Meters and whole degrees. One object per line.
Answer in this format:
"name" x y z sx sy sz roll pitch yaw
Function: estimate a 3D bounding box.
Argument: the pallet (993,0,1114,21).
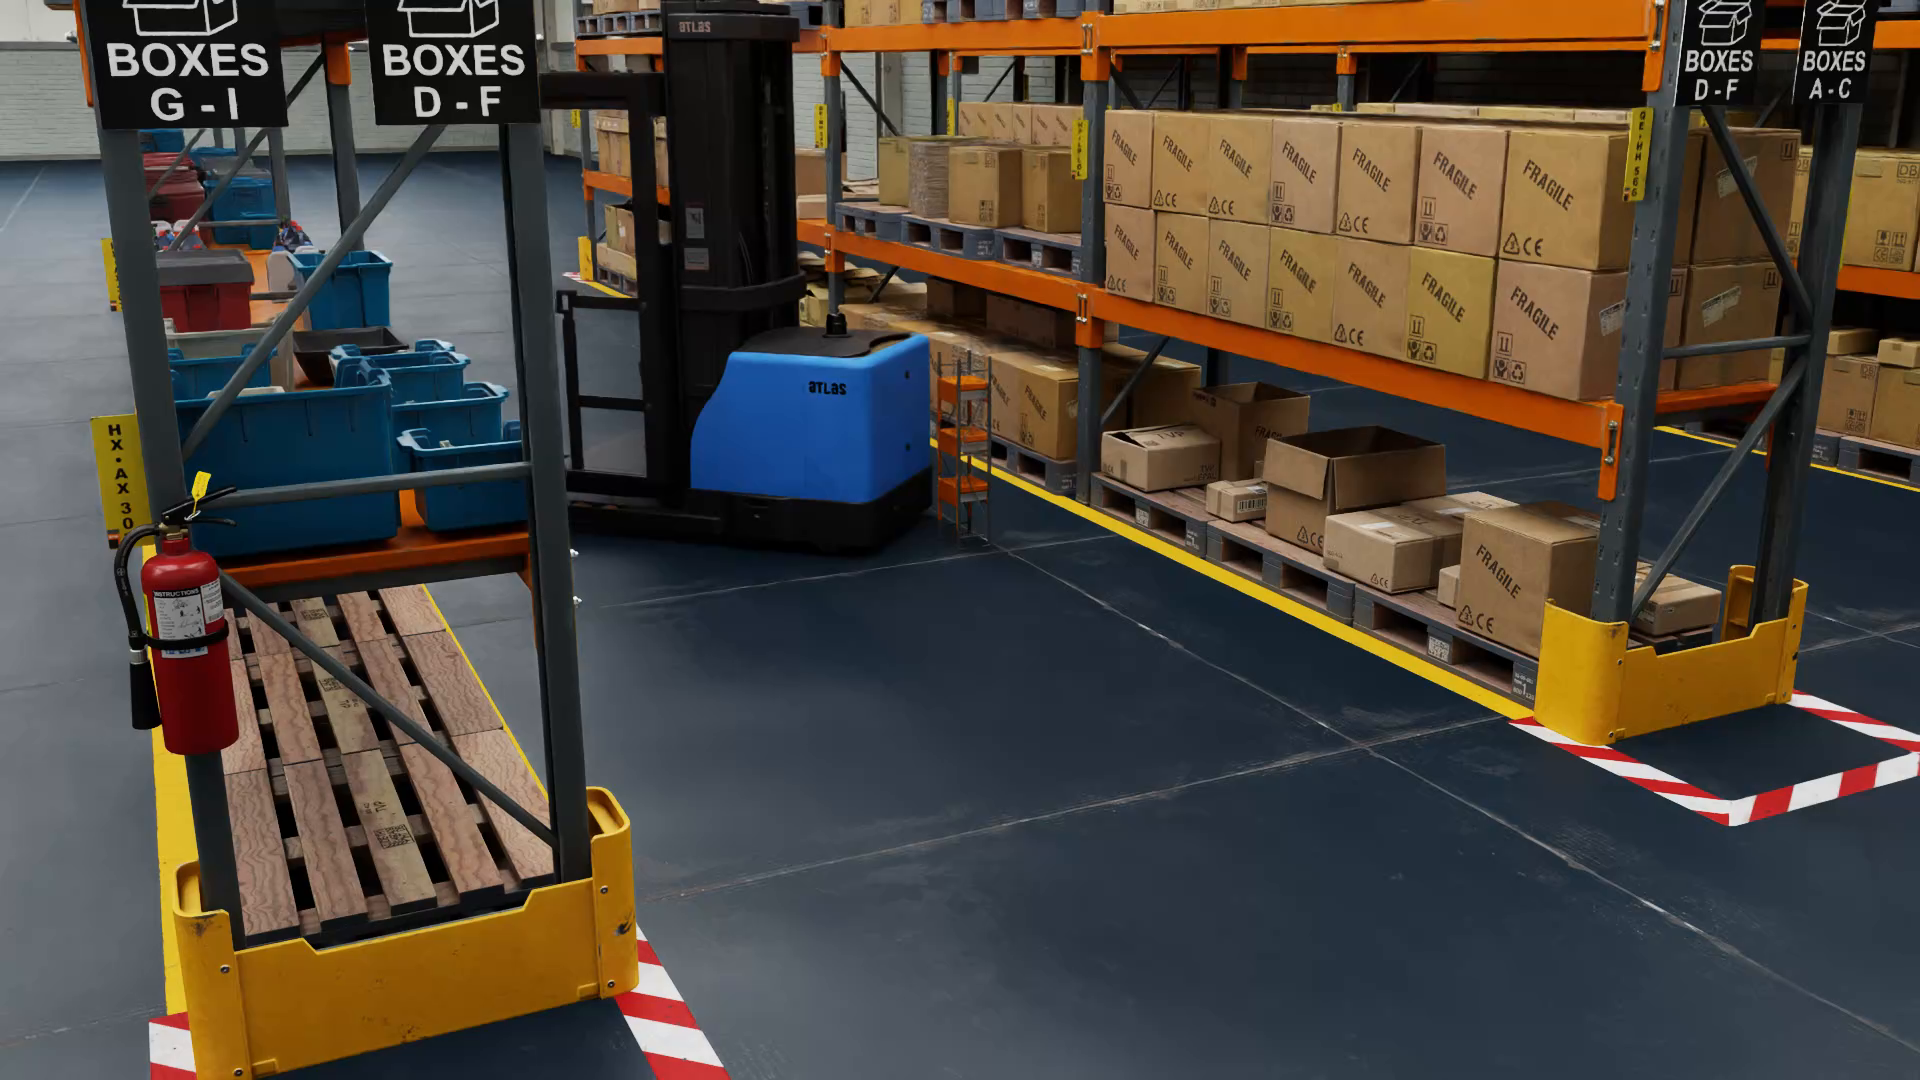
"pallet" 0.953 -3.242 10.014 1.213 0.211 1.003 -8 18 -25

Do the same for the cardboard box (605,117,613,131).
"cardboard box" -3.878 -4.806 19.202 0.380 0.149 0.250 -8 18 -25

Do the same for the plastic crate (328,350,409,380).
"plastic crate" -2.246 -0.630 6.377 0.293 0.136 0.466 -8 18 -25

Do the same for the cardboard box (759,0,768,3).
"cardboard box" -1.547 -4.795 14.593 0.500 0.250 0.500 -9 18 -30

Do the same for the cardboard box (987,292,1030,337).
"cardboard box" 0.524 -1.613 11.808 0.500 0.250 0.500 -8 18 -26

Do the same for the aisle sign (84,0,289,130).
"aisle sign" -1.759 -1.328 3.726 0.394 0.787 0.004 -8 18 -25

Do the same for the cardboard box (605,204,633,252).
"cardboard box" -3.826 -3.653 19.408 0.500 0.500 0.500 -8 18 -25

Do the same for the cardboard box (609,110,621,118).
"cardboard box" -3.630 -5.108 19.079 0.700 0.500 0.500 -8 18 -26

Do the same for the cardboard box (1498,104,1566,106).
"cardboard box" 4.751 -3.536 14.017 0.500 0.250 0.500 -8 18 -26

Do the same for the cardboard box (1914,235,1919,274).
"cardboard box" 6.492 -1.967 10.124 0.980 0.700 0.700 -9 18 -28

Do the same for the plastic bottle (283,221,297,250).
"plastic bottle" -3.938 -1.715 9.877 0.144 0.351 0.185 -8 18 -25

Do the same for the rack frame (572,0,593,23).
"rack frame" -4.082 -7.580 19.350 1.000 3.000 0.127 -8 18 -25

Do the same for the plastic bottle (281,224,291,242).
"plastic bottle" -4.250 -1.868 10.556 0.097 0.271 0.097 0 16 0

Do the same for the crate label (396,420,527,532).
"crate label" -1.339 -0.181 4.637 0.416 0.233 0.303 -8 18 -25

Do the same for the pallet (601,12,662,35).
"pallet" -3.257 -5.614 18.099 1.003 0.211 1.213 -8 18 -25

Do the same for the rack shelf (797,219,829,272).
"rack shelf" -1.453 -2.863 15.093 1.077 0.370 4.000 -8 18 -25

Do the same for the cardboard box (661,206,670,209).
"cardboard box" -3.128 -3.594 19.200 0.500 0.500 0.500 -8 18 -25

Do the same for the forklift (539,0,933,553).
"forklift" -1.731 -1.568 9.401 3.031 2.935 1.130 6 17 19

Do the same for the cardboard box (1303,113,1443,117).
"cardboard box" 2.077 -1.904 8.453 0.500 0.500 0.500 -7 18 -24

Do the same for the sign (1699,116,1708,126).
"sign" 5.143 -2.771 11.513 0.100 0.325 0.005 -8 18 -25

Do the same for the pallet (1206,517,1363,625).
"pallet" 2.014 0.093 8.545 1.003 0.211 1.213 -8 18 -25

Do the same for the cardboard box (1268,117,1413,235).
"cardboard box" 1.807 -1.715 7.796 0.500 0.500 0.500 -7 17 -23

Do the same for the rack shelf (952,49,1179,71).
"rack shelf" 1.246 -5.896 20.224 1.077 0.370 4.000 -8 18 -25

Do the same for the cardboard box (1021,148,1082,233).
"cardboard box" 0.810 -2.278 10.809 0.700 0.500 0.500 -5 17 -16

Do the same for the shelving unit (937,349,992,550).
"shelving unit" 0.023 -0.491 9.060 0.215 1.050 0.252 -8 18 -25

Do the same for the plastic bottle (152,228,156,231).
"plastic bottle" -4.912 -1.759 10.154 0.061 0.283 0.133 -8 18 -25

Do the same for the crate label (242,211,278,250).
"crate label" -4.879 -2.184 11.728 0.303 0.233 0.416 -8 18 -25

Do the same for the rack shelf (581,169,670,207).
"rack shelf" -3.206 -3.855 18.549 1.077 0.370 4.000 -8 18 -25

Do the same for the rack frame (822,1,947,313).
"rack frame" -0.577 -2.713 13.265 1.000 3.000 0.127 -8 18 -25

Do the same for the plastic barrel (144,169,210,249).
"plastic barrel" -5.507 -2.259 11.437 0.600 0.536 0.708 -8 18 -25

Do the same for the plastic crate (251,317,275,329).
"plastic crate" -3.204 -0.893 7.292 0.396 0.136 0.243 -8 18 -25

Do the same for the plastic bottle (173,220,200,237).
"plastic bottle" -4.996 -1.927 10.754 0.152 0.276 0.135 -8 18 -25

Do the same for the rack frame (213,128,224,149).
"rack frame" -8.536 -4.099 18.095 1.000 3.000 0.127 -8 18 -25

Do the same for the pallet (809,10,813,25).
"pallet" -1.448 -4.498 14.392 1.003 0.211 1.213 -7 17 -22

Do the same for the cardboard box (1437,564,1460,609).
"cardboard box" 2.371 0.205 7.437 0.380 0.166 0.250 -8 18 -25

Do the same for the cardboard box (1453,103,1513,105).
"cardboard box" 4.530 -3.663 14.462 0.500 0.250 0.500 -8 18 -27

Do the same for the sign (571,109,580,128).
"sign" -4.584 -5.085 19.819 0.100 0.325 0.005 -8 18 -25

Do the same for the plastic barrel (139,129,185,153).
"plastic barrel" -6.887 -3.215 14.109 0.600 0.901 0.708 -8 18 -25

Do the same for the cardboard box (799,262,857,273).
"cardboard box" -1.228 -2.411 15.422 0.500 0.311 0.500 -8 18 -26

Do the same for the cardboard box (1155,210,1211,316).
"cardboard box" 1.381 -1.483 8.799 0.500 0.500 0.500 -7 18 -24

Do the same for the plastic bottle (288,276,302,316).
"plastic bottle" -3.404 -1.260 8.562 0.097 0.201 0.097 0 16 0

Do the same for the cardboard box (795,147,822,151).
"cardboard box" -1.558 -3.305 15.149 0.500 0.500 0.500 -8 18 -25

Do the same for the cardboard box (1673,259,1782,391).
"cardboard box" 2.970 -0.919 6.834 0.500 0.500 0.500 -7 18 -24

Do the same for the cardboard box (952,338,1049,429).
"cardboard box" 0.273 -1.067 11.263 0.500 0.500 0.500 -7 18 -24

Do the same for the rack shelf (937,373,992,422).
"rack shelf" 0.023 -0.754 8.984 0.215 0.259 0.240 -8 18 -25

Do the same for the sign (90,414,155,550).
"sign" -2.014 -0.139 4.002 0.100 0.325 0.005 -8 18 -25

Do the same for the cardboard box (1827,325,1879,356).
"cardboard box" 5.848 -1.328 11.034 0.380 0.149 0.250 -7 17 -23

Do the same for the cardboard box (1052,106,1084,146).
"cardboard box" 1.413 -4.805 19.433 0.500 0.500 0.500 -8 18 -25

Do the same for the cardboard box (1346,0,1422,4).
"cardboard box" 2.025 -2.442 7.156 0.500 0.250 0.500 -8 18 -25

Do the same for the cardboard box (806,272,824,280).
"cardboard box" -1.480 -2.216 14.742 0.500 0.311 0.500 -8 18 -25

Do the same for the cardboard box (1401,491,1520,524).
"cardboard box" 2.506 -0.036 8.125 0.500 0.250 0.500 -8 18 -25

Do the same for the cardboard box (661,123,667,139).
"cardboard box" -2.865 -4.232 17.203 0.380 0.149 0.250 -8 18 -27

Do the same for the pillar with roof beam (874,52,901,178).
"pillar with roof beam" -5.045 -9.078 24.571 9.100 9.000 0.400 -8 18 -25

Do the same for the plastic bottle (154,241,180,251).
"plastic bottle" -4.525 -1.565 9.492 0.152 0.276 0.135 -8 18 -25

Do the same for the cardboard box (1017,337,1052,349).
"cardboard box" 0.726 -1.136 11.505 0.500 0.500 0.500 -7 18 -24

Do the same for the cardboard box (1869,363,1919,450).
"cardboard box" 6.302 -0.870 10.616 0.700 0.500 0.500 -7 18 -24
